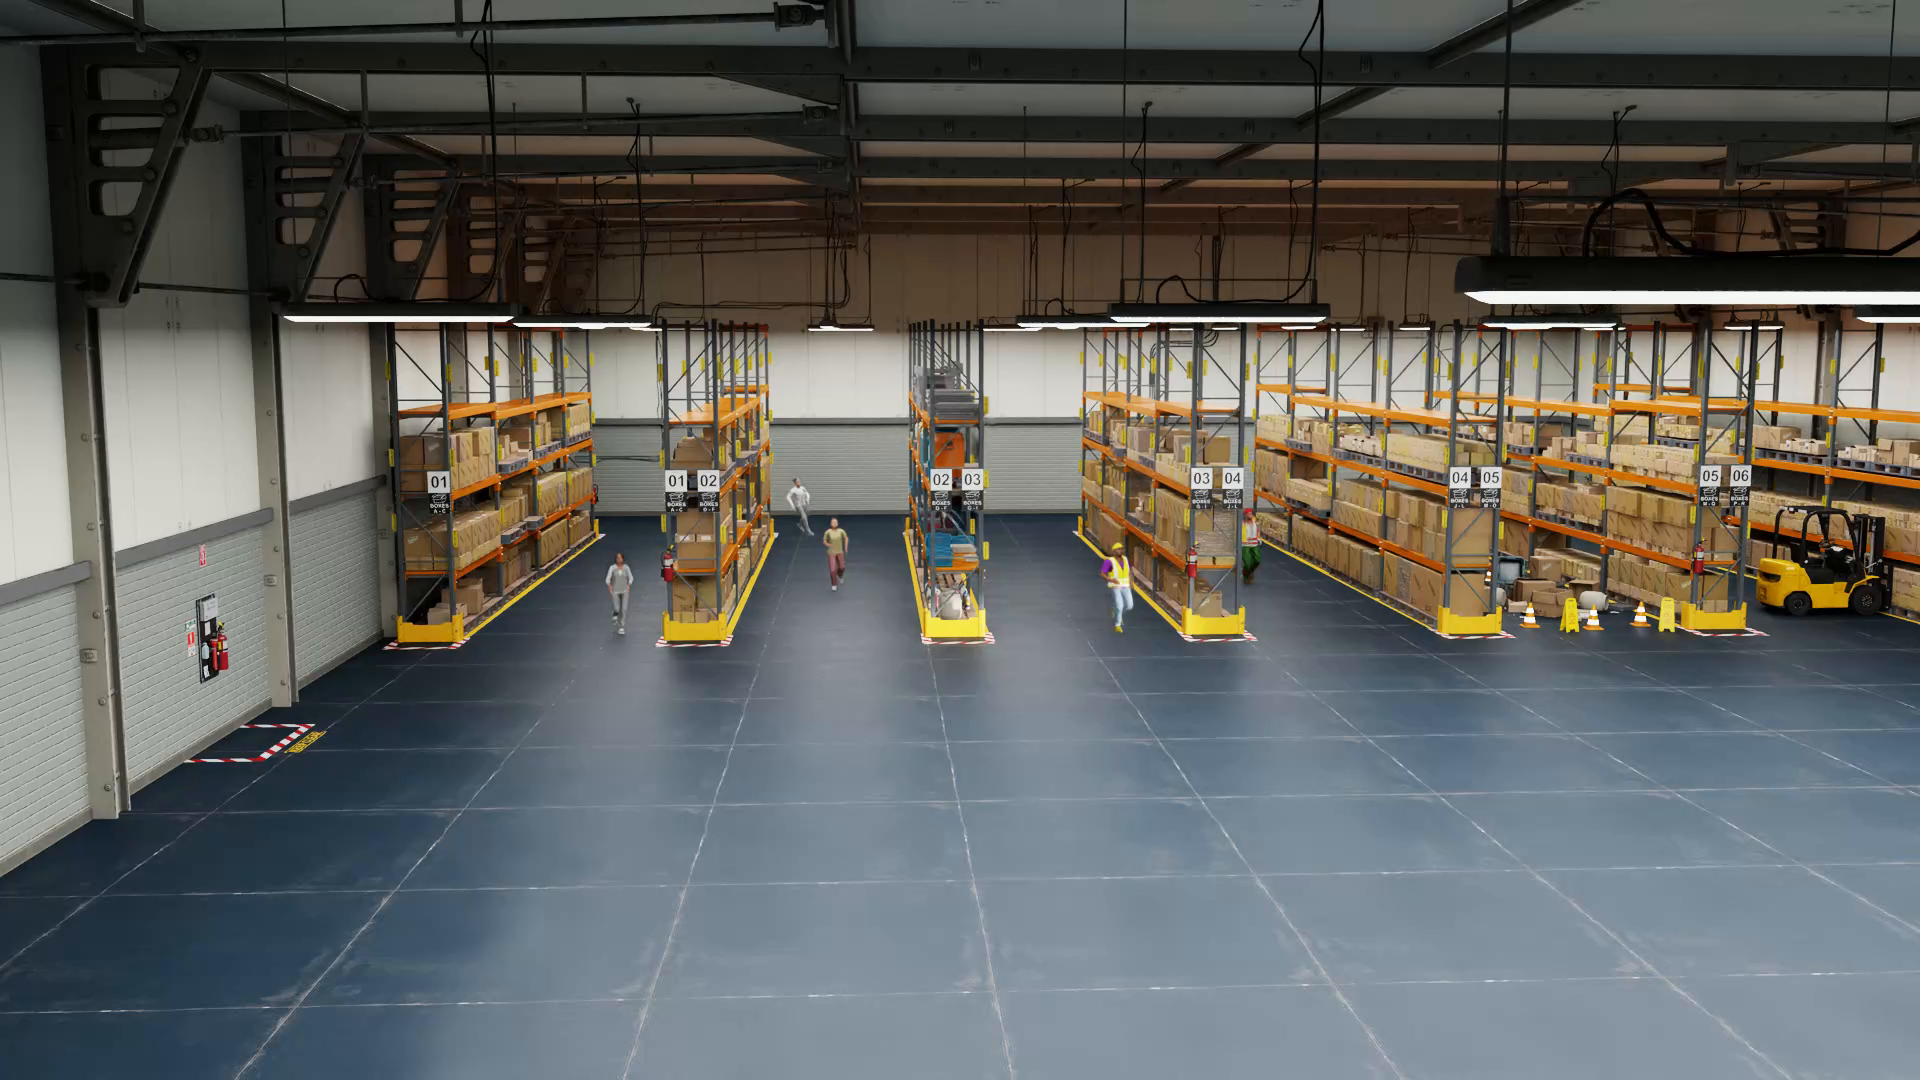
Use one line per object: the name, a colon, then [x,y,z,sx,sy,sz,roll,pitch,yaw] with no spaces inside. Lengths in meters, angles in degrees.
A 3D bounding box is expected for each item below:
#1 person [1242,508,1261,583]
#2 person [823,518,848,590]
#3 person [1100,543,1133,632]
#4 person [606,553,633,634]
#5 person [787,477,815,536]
person: [6.664,0.144,38.097,0.644,1.741,0.578,-1,7,-11]
person: [-2.781,0.311,37.393,0.589,1.633,0.562,-2,7,-13]
person: [3.062,0.906,32.132,0.759,1.721,0.559,-4,8,-28]
person: [-6.531,1.020,31.966,0.520,1.533,0.597,-2,7,-17]
person: [-4.563,-0.967,47.471,0.675,1.650,0.883,-5,9,-37]
